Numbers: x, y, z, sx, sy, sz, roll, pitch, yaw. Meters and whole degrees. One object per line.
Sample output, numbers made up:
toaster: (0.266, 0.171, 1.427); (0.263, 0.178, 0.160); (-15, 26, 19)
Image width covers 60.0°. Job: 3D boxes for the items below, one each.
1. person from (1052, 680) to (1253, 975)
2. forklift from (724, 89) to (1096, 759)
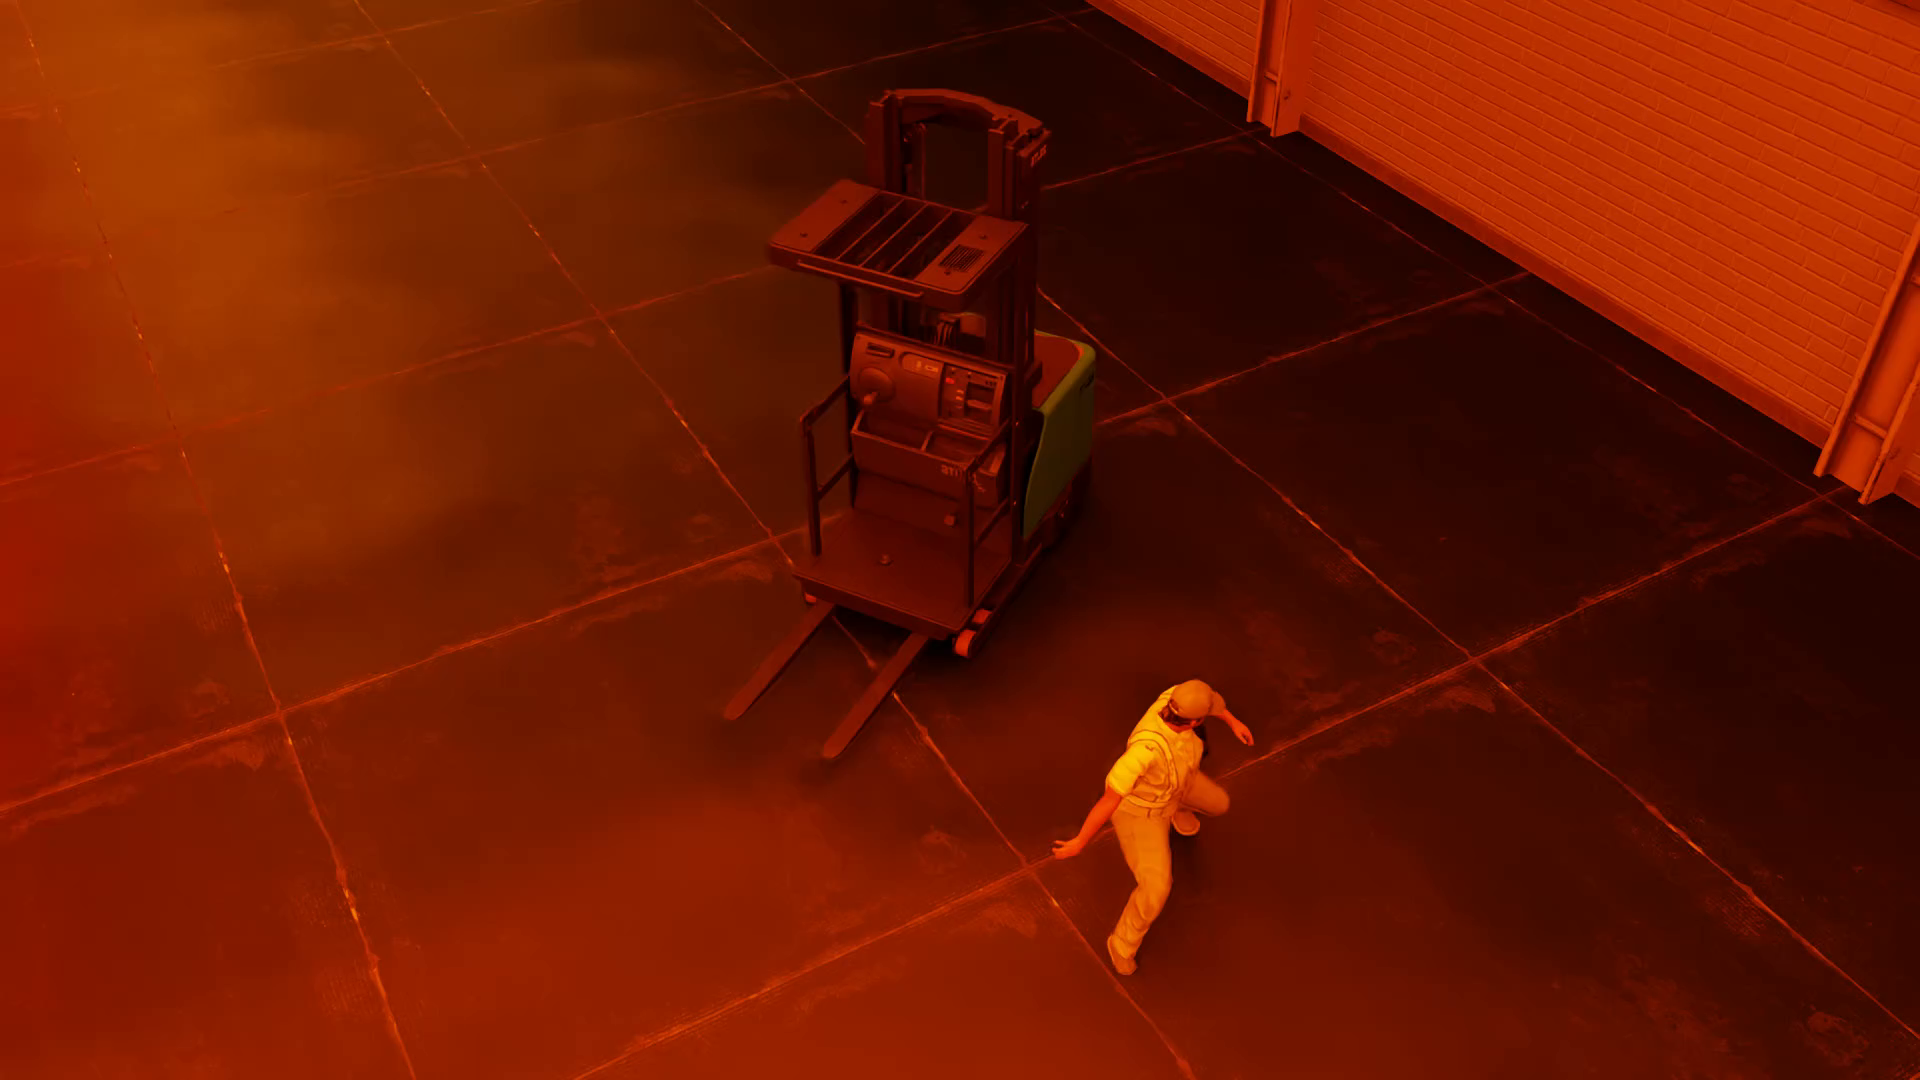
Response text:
person: (0.912, 1.227, 7.747); (0.526, 1.593, 1.125); (27, 47, 29)
forklift: (-0.275, -0.780, 8.977); (1.130, 2.935, 3.031); (18, 43, 20)
